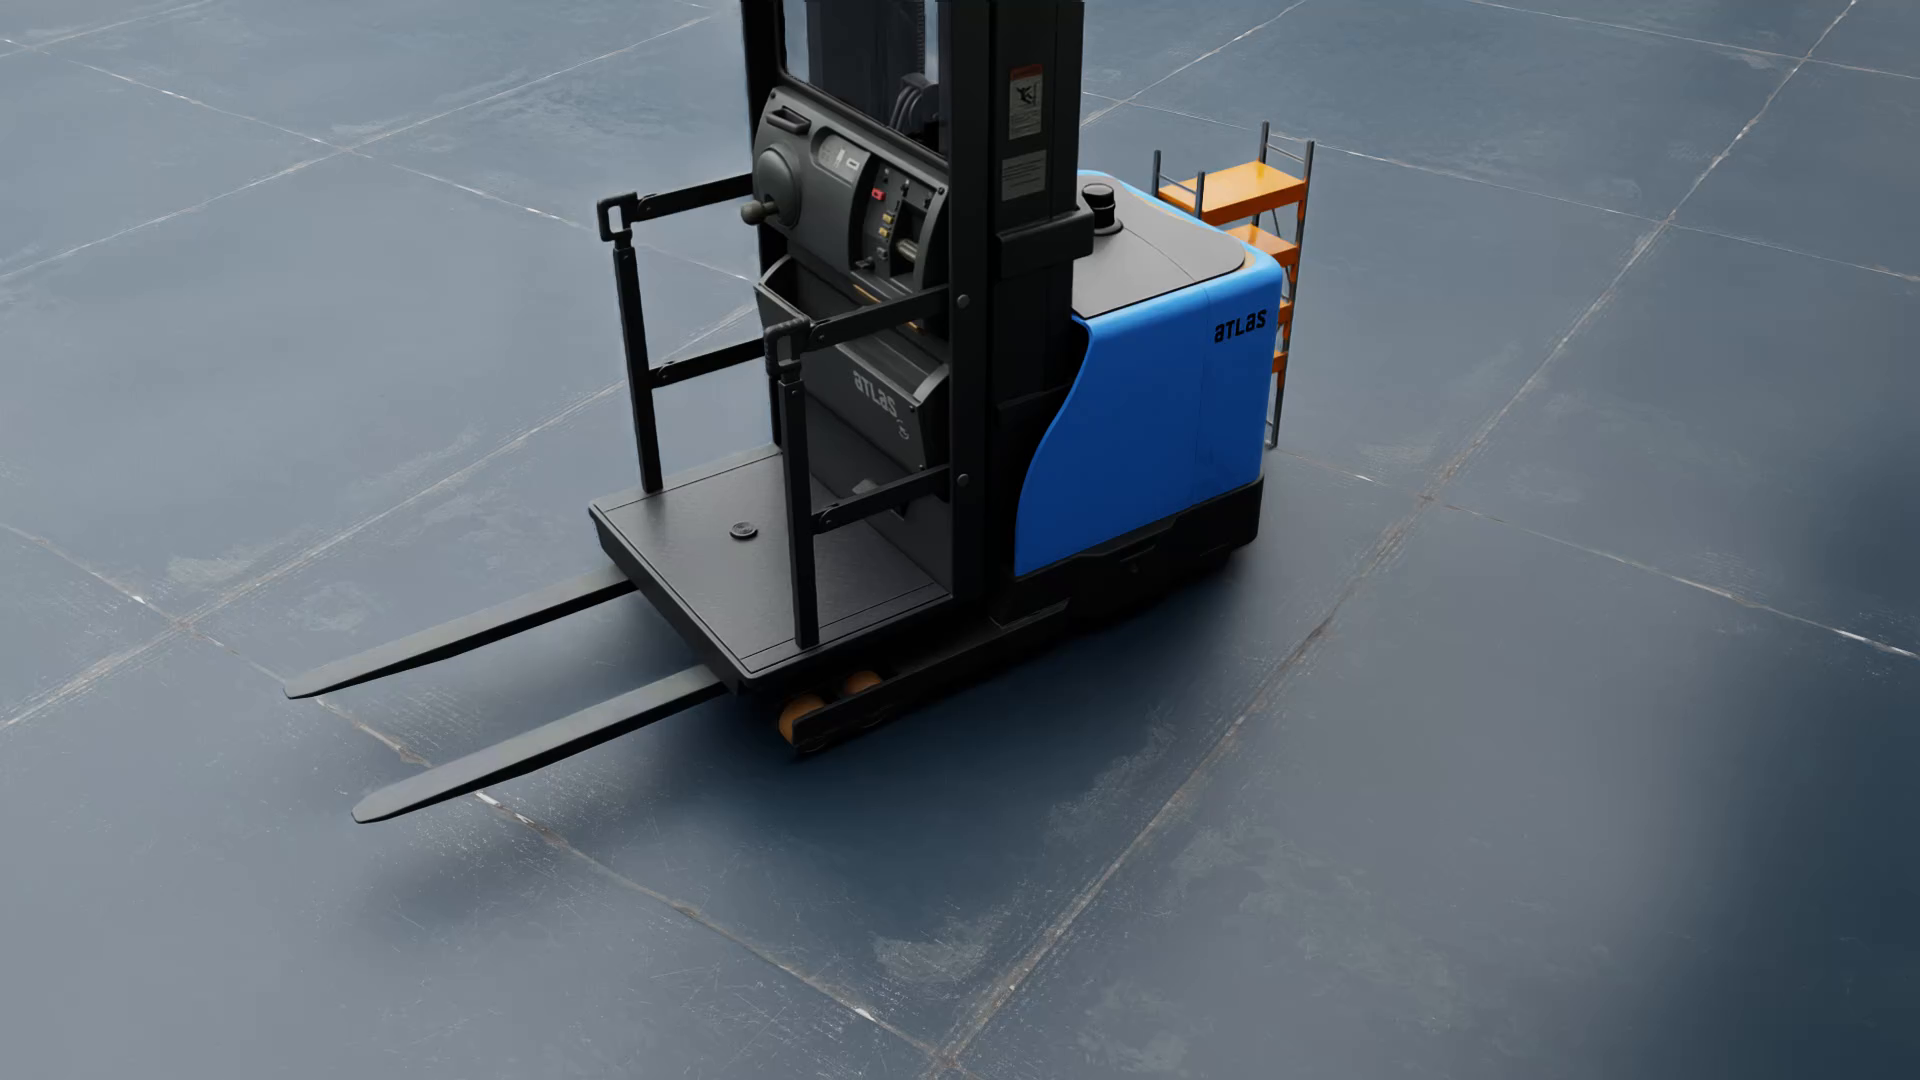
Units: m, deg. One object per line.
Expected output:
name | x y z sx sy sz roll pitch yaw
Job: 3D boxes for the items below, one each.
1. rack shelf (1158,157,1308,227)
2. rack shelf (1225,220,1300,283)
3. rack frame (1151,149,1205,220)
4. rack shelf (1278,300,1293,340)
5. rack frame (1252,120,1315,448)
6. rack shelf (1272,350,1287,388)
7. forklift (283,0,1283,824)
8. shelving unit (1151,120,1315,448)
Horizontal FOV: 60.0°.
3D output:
rack shelf | 0.919 -1.149 5.677 0.480 0.148 0.258 -21 39 -28
rack shelf | 0.919 -0.953 5.809 0.480 0.148 0.258 -21 39 -28
rack frame | 0.718 -0.746 5.782 0.015 1.200 0.240 -21 39 -28
rack shelf | 0.919 -0.768 5.934 0.480 0.148 0.258 -21 39 -28
rack frame | 1.121 -0.901 6.011 0.015 1.200 0.240 -21 39 -28
rack shelf | 0.919 -0.603 6.046 0.480 0.148 0.258 -21 39 -28
forklift | -0.490 -0.935 4.517 3.031 2.935 1.130 -21 39 -28
shelving unit | 0.919 -0.824 5.897 0.503 1.200 0.258 -21 39 -28
